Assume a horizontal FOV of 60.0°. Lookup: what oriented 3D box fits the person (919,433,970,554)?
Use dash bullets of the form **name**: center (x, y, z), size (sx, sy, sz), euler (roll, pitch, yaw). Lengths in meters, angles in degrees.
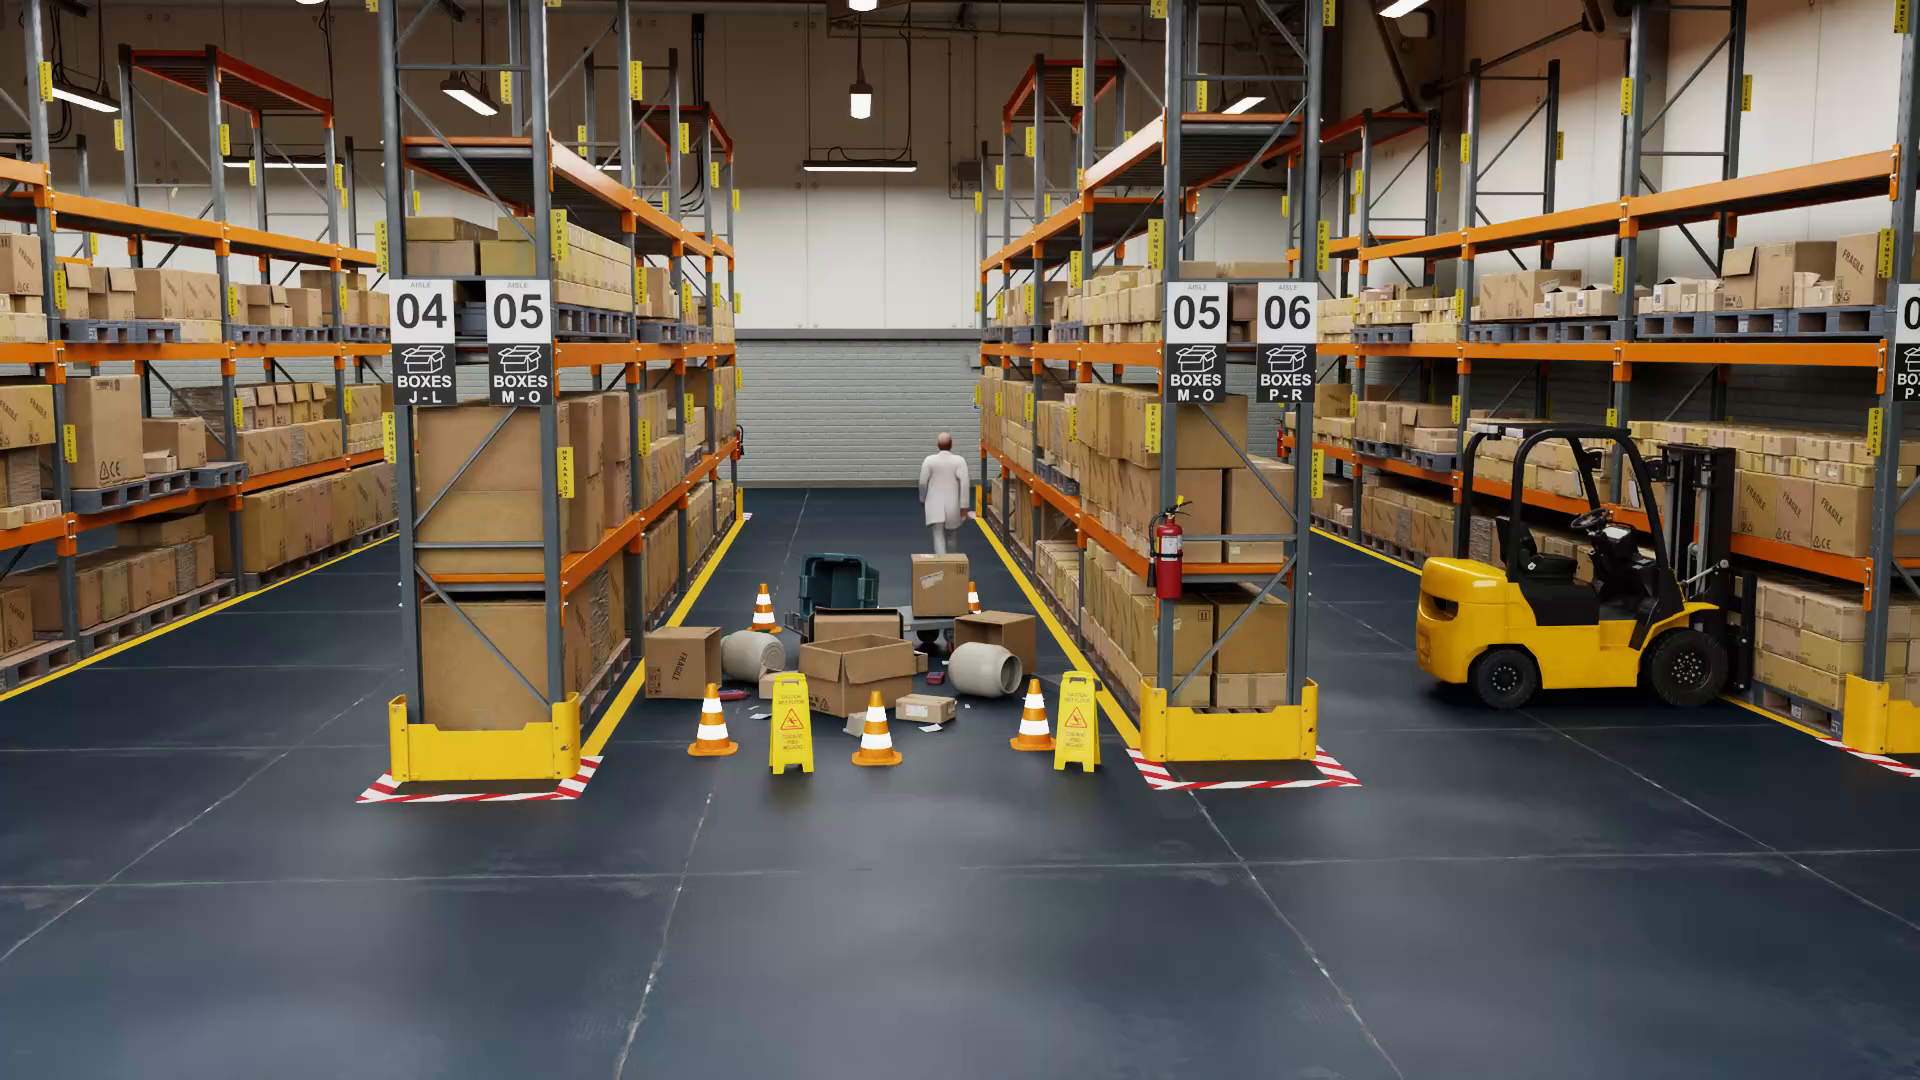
- **person**: center (-0.195, -0.420, 19.835), size (0.601, 1.724, 1.084), euler (-1, 7, -5)
